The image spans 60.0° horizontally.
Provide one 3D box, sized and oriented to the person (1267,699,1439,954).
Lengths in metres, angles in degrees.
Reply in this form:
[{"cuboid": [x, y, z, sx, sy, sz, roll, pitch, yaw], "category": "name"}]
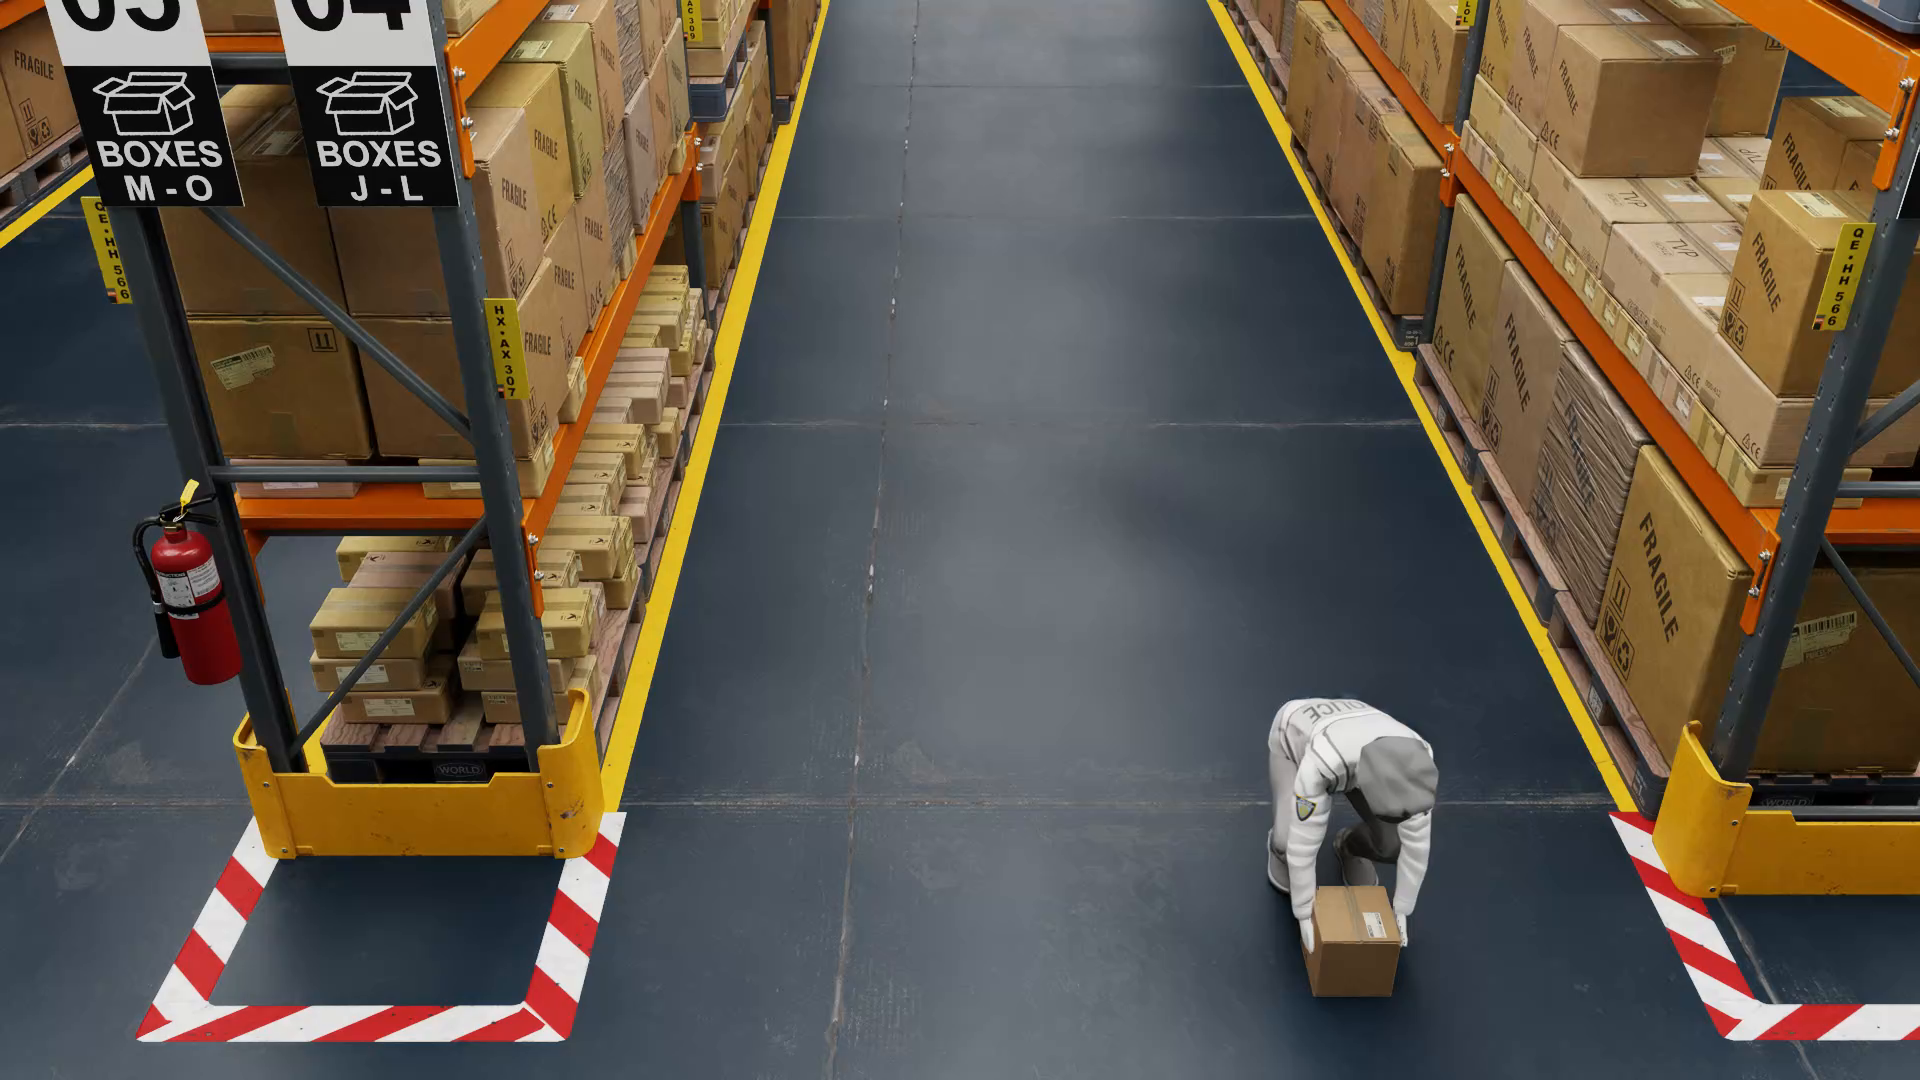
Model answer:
[{"cuboid": [1.280, 0.854, 5.489, 0.485, 0.899, 0.856, 0, 32, 0], "category": "person"}]
